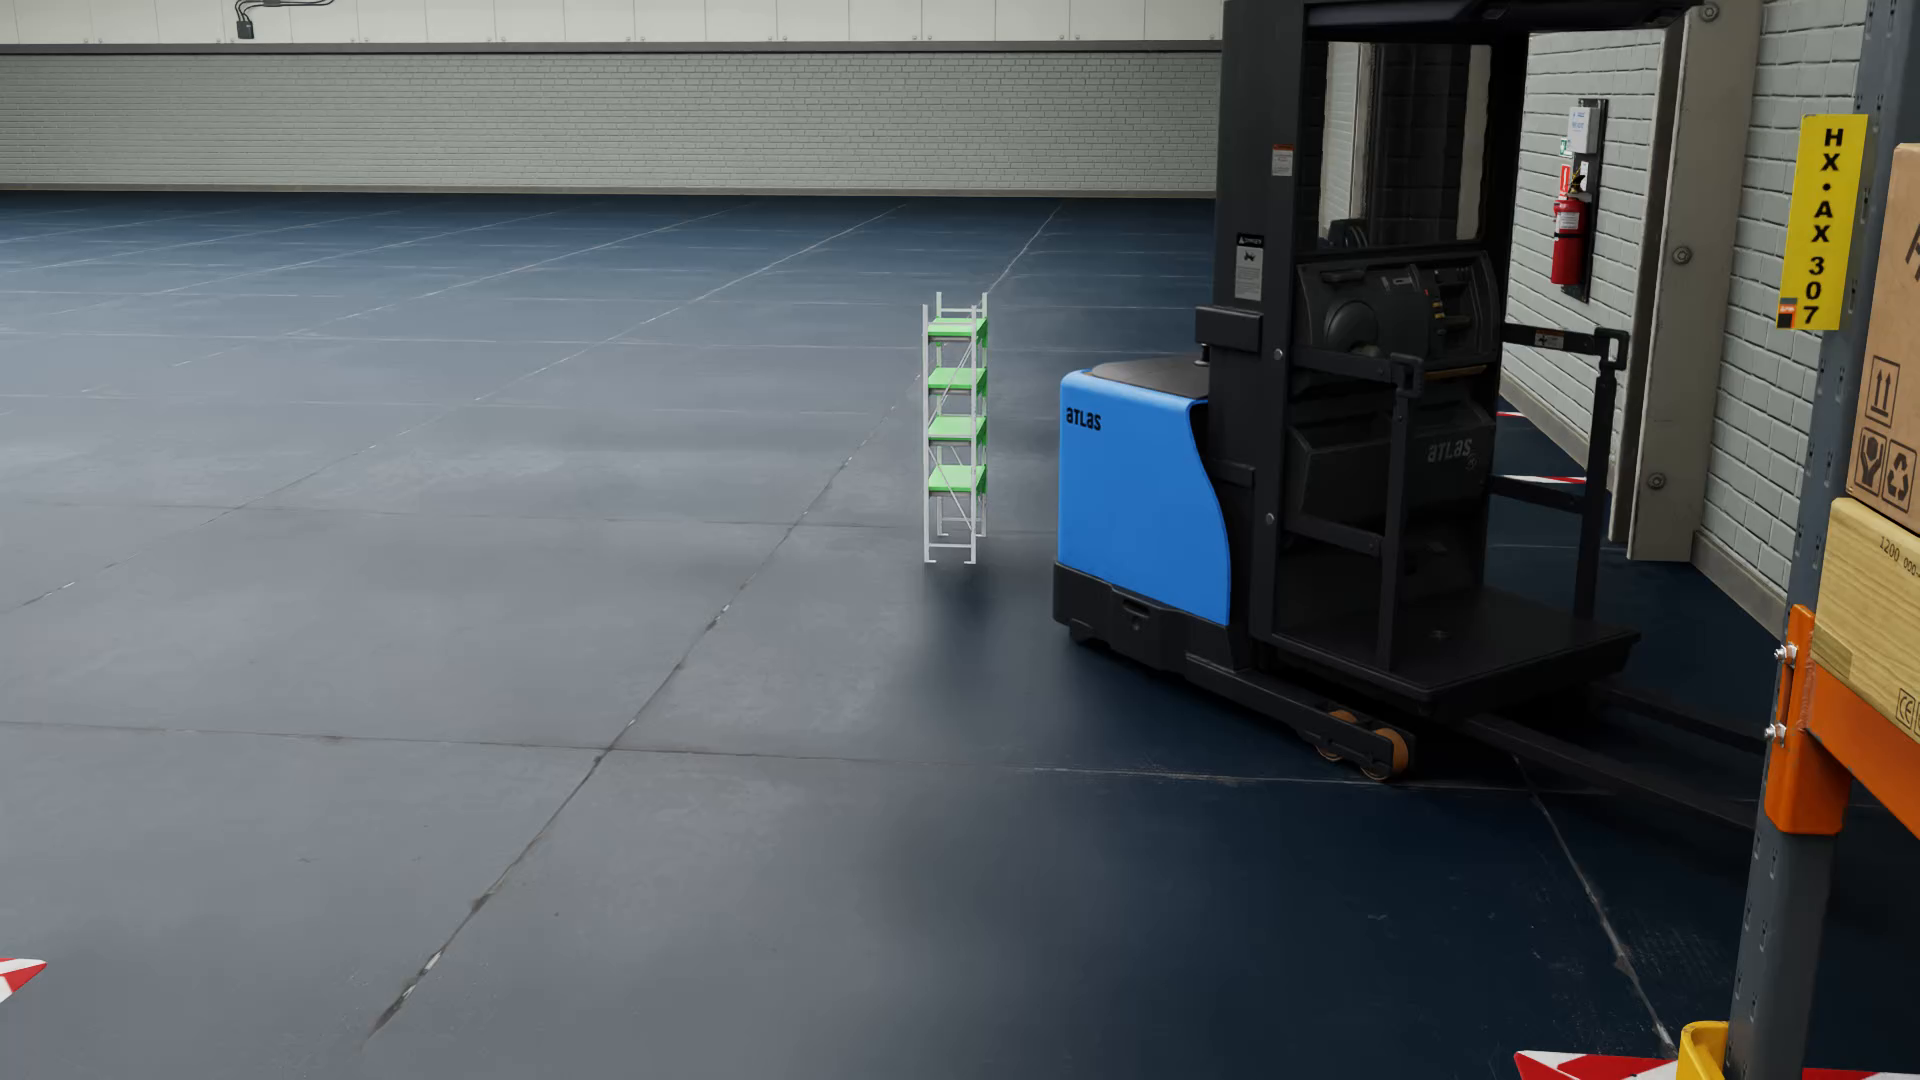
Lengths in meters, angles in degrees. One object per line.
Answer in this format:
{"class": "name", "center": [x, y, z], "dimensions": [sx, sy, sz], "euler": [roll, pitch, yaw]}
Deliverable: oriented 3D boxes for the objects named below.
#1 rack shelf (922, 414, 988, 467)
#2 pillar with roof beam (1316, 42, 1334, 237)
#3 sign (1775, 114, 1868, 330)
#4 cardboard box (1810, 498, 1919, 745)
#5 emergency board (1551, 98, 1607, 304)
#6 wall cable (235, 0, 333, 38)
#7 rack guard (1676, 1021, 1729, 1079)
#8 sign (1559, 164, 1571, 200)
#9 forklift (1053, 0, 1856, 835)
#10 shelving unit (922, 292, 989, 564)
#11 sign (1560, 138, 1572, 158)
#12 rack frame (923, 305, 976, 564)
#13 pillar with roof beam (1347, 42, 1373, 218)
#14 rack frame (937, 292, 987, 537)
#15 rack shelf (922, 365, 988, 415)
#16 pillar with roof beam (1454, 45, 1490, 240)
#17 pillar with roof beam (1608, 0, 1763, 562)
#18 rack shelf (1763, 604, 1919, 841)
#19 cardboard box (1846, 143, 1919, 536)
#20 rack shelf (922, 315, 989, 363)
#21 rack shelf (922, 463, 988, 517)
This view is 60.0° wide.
{"class": "rack shelf", "center": [-0.019, -0.475, 7.863], "dimensions": [0.258, 0.148, 0.480], "euler": [2, 15, 6]}
{"class": "pillar with roof beam", "center": [1.076, -9.092, 24.548], "dimensions": [9.100, 9.000, 0.400], "euler": [2, 15, 6]}
{"class": "sign", "center": [1.326, -0.486, 2.554], "dimensions": [0.100, 0.325, 0.005], "euler": [2, 15, 6]}
{"class": "cardboard box", "center": [1.495, 0.128, 2.192], "dimensions": [0.500, 0.250, 0.500], "euler": [1, 15, 5]}
{"class": "emergency board", "center": [3.639, -2.041, 9.964], "dimensions": [0.194, 1.169, 0.643], "euler": [2, 15, 6]}
{"class": "wall cable", "center": [-14.191, -13.533, 34.454], "dimensions": [2.305, 6.003, 0.169], "euler": [2, 15, 6]}
{"class": "rack guard", "center": [1.857, 1.174, 2.862], "dimensions": [1.175, 0.500, 0.348], "euler": [2, 15, 6]}
{"class": "sign", "center": [3.804, -2.199, 10.478], "dimensions": [0.001, 0.329, 0.234], "euler": [2, 15, 6]}
{"class": "forklift", "center": [1.611, -0.786, 5.455], "dimensions": [1.130, 2.935, 3.031], "euler": [-10, 18, -32]}
{"class": "shelving unit", "center": [-0.019, -0.536, 7.847], "dimensions": [0.258, 1.200, 0.503], "euler": [2, 15, 6]}
{"class": "sign", "center": [3.795, -2.454, 10.406], "dimensions": [0.001, 0.109, 0.331], "euler": [2, 15, 6]}
{"class": "rack frame", "center": [-0.046, -0.473, 7.613], "dimensions": [0.240, 1.200, 0.015], "euler": [2, 15, 6]}
{"class": "pillar with roof beam", "center": [0.399, -7.536, 18.793], "dimensions": [9.100, 9.000, 0.400], "euler": [2, 15, 6]}
{"class": "rack frame", "center": [0.009, -0.600, 8.081], "dimensions": [0.240, 1.200, 0.015], "euler": [2, 15, 6]}
{"class": "rack shelf", "center": [-0.019, -0.706, 7.801], "dimensions": [0.258, 0.148, 0.480], "euler": [2, 15, 6]}
{"class": "pillar with roof beam", "center": [-0.278, -5.980, 13.038], "dimensions": [9.100, 9.000, 0.400], "euler": [2, 15, 6]}
{"class": "pillar with roof beam", "center": [-0.955, -4.424, 7.283], "dimensions": [9.100, 9.000, 0.400], "euler": [2, 15, 6]}
{"class": "rack shelf", "center": [1.639, 0.814, 0.784], "dimensions": [1.077, 0.370, 4.000], "euler": [2, 15, 6]}
{"class": "cardboard box", "center": [1.513, -0.236, 2.102], "dimensions": [0.500, 0.500, 0.500], "euler": [2, 15, 6]}
{"class": "rack shelf", "center": [-0.019, -0.938, 7.738], "dimensions": [0.258, 0.148, 0.480], "euler": [2, 15, 6]}
{"class": "rack shelf", "center": [-0.019, -0.243, 7.926], "dimensions": [0.258, 0.148, 0.480], "euler": [2, 15, 6]}
